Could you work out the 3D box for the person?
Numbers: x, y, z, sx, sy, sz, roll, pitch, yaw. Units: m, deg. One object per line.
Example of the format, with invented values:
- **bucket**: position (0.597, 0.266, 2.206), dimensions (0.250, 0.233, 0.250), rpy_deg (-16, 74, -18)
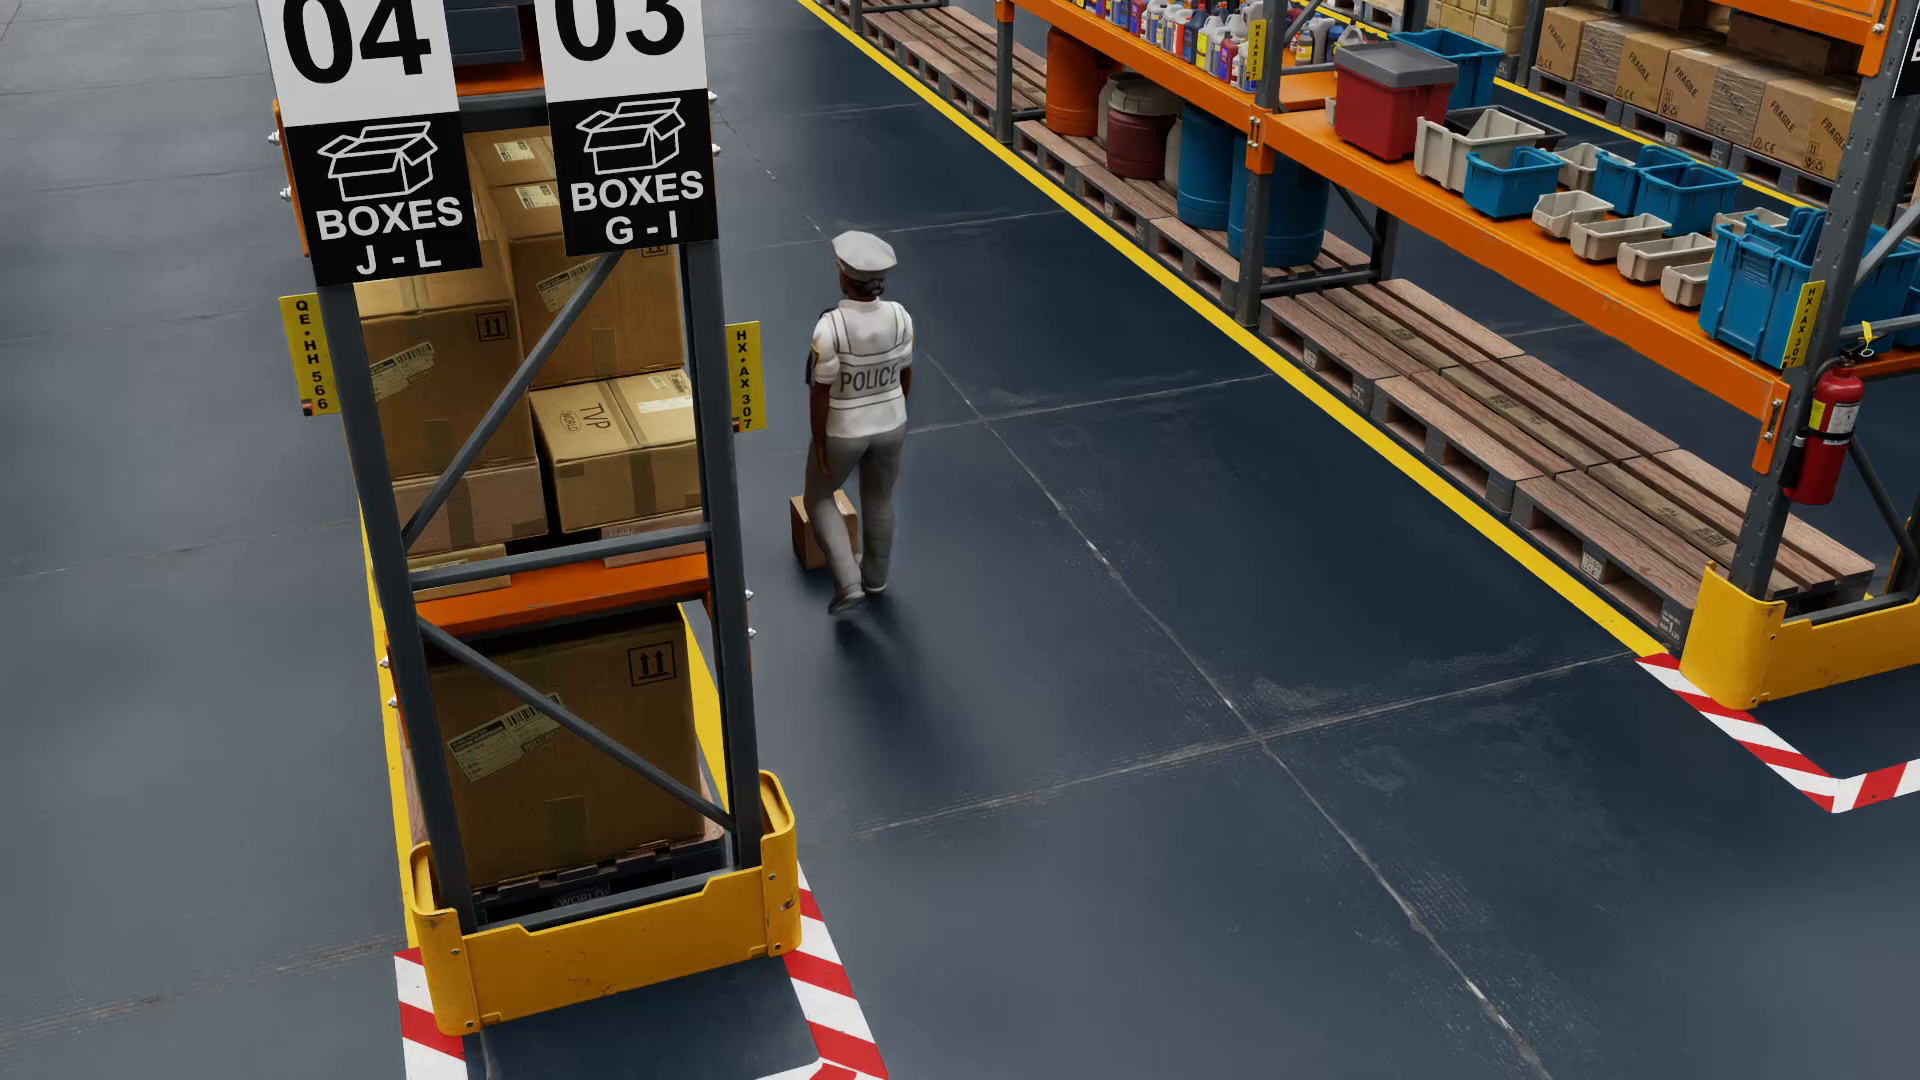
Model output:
- **person**: position (-0.422, -0.474, 6.893), dimensions (0.468, 1.677, 0.557), rpy_deg (-13, 33, -22)
